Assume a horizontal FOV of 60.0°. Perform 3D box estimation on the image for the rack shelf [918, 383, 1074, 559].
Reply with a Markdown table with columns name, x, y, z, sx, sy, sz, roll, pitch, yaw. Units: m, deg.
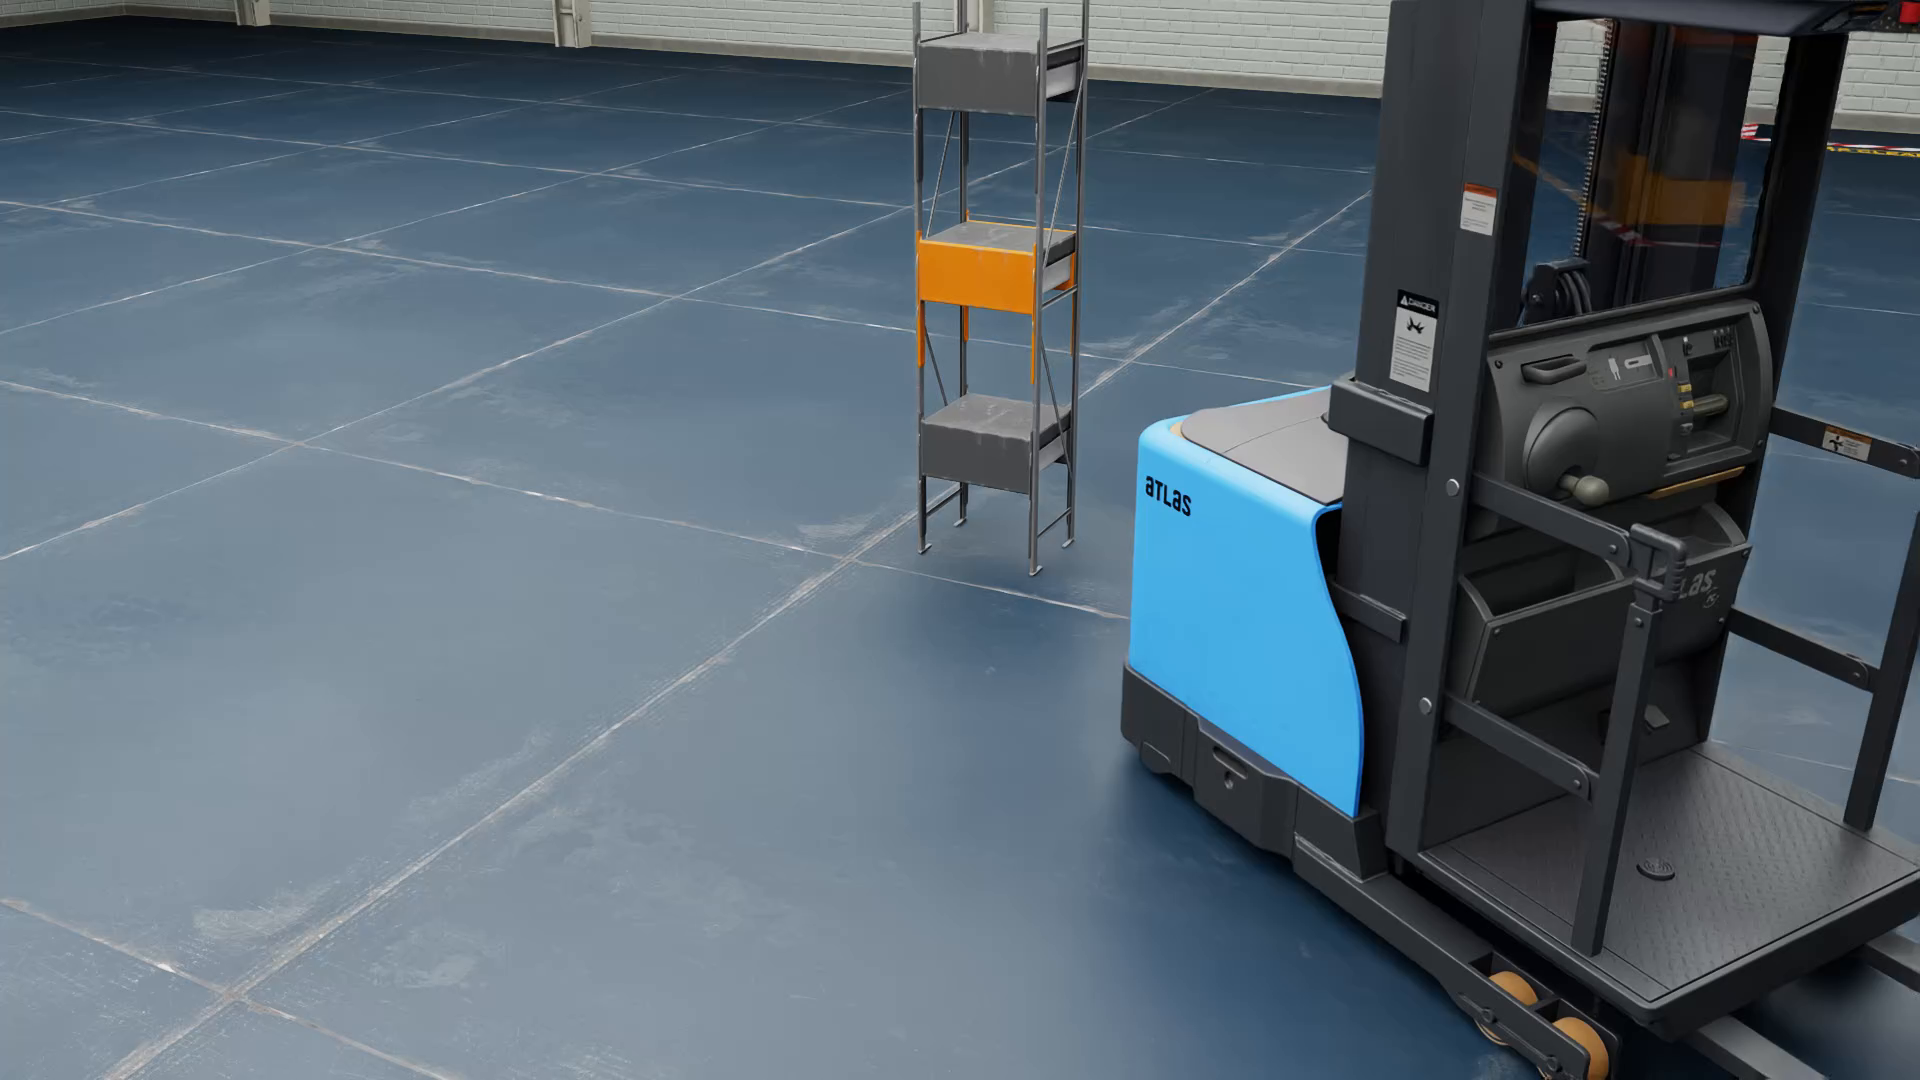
| name | x | y | z | sx | sy | sz | roll | pitch | yaw |
| --- | --- | --- | --- | --- | --- | --- | --- | --- | --- |
| rack shelf | 0.148 | -0.280 | 6.550 | 0.480 | 0.518 | 0.431 | 11 | 25 | 25 |

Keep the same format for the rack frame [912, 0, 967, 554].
| name | x | y | z | sx | sy | sz | roll | pitch | yaw |
| --- | --- | --- | --- | --- | --- | --- | --- | --- | --- |
| rack frame | -0.070 | -0.980 | 6.372 | 0.015 | 2.100 | 0.400 | 11 | 25 | 25 |

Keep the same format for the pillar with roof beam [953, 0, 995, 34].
| name | x | y | z | sx | sy | sz | roll | pitch | yaw |
| --- | --- | --- | --- | --- | --- | --- | --- | --- | --- |
| pillar with roof beam | -1.779 | -8.224 | 14.589 | 0.400 | 9.000 | 9.100 | 11 | 25 | 25 |

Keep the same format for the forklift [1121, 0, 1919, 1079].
| name | x | y | z | sx | sy | sz | roll | pitch | yaw |
| --- | --- | --- | --- | --- | --- | --- | --- | --- | --- |
| forklift | 1.680 | -0.296 | 3.700 | 1.130 | 2.935 | 3.031 | -13 | 26 | -28 |

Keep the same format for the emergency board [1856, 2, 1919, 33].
| name | x | y | z | sx | sy | sz | roll | pitch | yaw |
| --- | --- | --- | --- | --- | --- | --- | --- | --- | --- |
| emergency board | 8.684 | -5.297 | 15.374 | 0.643 | 1.169 | 0.194 | 11 | 25 | 25 |

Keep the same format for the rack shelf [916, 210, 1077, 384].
| name | x | y | z | sx | sy | sz | roll | pitch | yaw |
| --- | --- | --- | --- | --- | --- | --- | --- | --- | --- |
| rack shelf | 0.148 | -0.924 | 6.276 | 0.480 | 0.518 | 0.431 | 11 | 25 | 25 |

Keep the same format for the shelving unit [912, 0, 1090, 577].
| name | x | y | z | sx | sy | sz | roll | pitch | yaw |
| --- | --- | --- | --- | --- | --- | --- | --- | --- | --- |
| shelving unit | 0.148 | -0.937 | 6.270 | 0.503 | 2.100 | 0.431 | 11 | 25 | 25 |

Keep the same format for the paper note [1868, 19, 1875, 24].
| name | x | y | z | sx | sy | sz | roll | pitch | yaw |
| --- | --- | --- | --- | --- | --- | --- | --- | --- | --- |
| paper note | 8.557 | -4.947 | 15.676 | 0.142 | 0.148 | 0.016 | 11 | 25 | 25 |

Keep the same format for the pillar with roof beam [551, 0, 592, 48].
| name | x | y | z | sx | sy | sz | roll | pitch | yaw |
| --- | --- | --- | --- | --- | --- | --- | --- | --- | --- |
| pillar with roof beam | -7.134 | -9.283 | 17.081 | 0.400 | 9.000 | 9.100 | 11 | 25 | 25 |

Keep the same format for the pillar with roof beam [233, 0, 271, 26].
| name | x | y | z | sx | sy | sz | roll | pitch | yaw |
| --- | --- | --- | --- | --- | --- | --- | --- | --- | --- |
| pillar with roof beam | -12.488 | -10.343 | 19.572 | 0.400 | 9.000 | 9.100 | 11 | 25 | 25 |

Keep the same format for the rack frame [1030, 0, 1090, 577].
| name | x | y | z | sx | sy | sz | roll | pitch | yaw |
| --- | --- | --- | --- | --- | --- | --- | --- | --- | --- |
| rack frame | 0.365 | -0.894 | 6.169 | 0.015 | 2.100 | 0.400 | 11 | 25 | 25 |

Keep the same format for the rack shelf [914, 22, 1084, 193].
| name | x | y | z | sx | sy | sz | roll | pitch | yaw |
| --- | --- | --- | --- | --- | --- | --- | --- | --- | --- |
| rack shelf | 0.148 | -1.569 | 6.002 | 0.480 | 0.518 | 0.431 | 11 | 25 | 25 |
